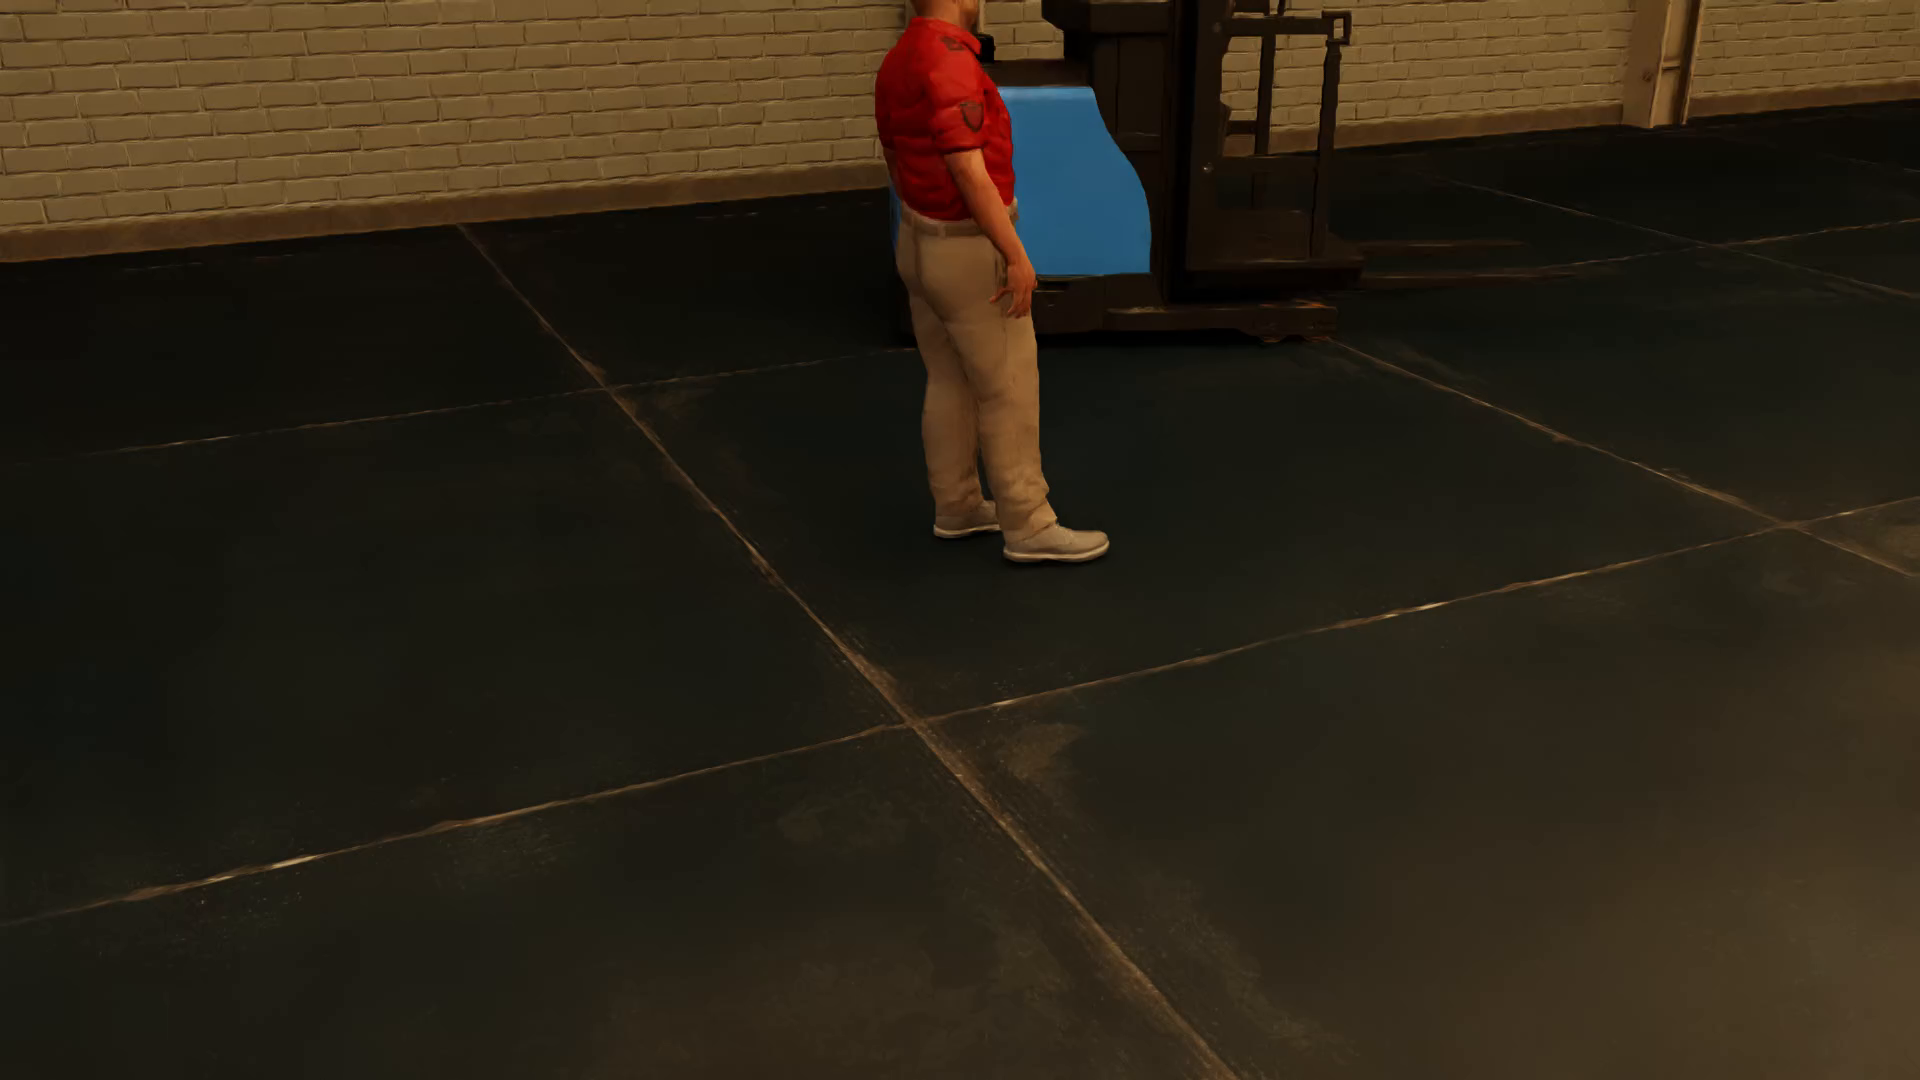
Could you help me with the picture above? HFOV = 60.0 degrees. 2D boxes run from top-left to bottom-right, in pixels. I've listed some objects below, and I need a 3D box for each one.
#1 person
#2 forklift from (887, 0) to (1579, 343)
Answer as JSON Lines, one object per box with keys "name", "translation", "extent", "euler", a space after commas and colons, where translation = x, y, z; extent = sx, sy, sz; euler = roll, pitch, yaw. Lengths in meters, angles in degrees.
{"name": "person", "translation": [0.086, -0.815, 4.797], "extent": [0.550, 1.726, 0.640], "euler": [-10, 25, -23]}
{"name": "forklift", "translation": [1.204, -2.401, 7.066], "extent": [3.031, 2.935, 1.130], "euler": [-2, 23, -5]}
